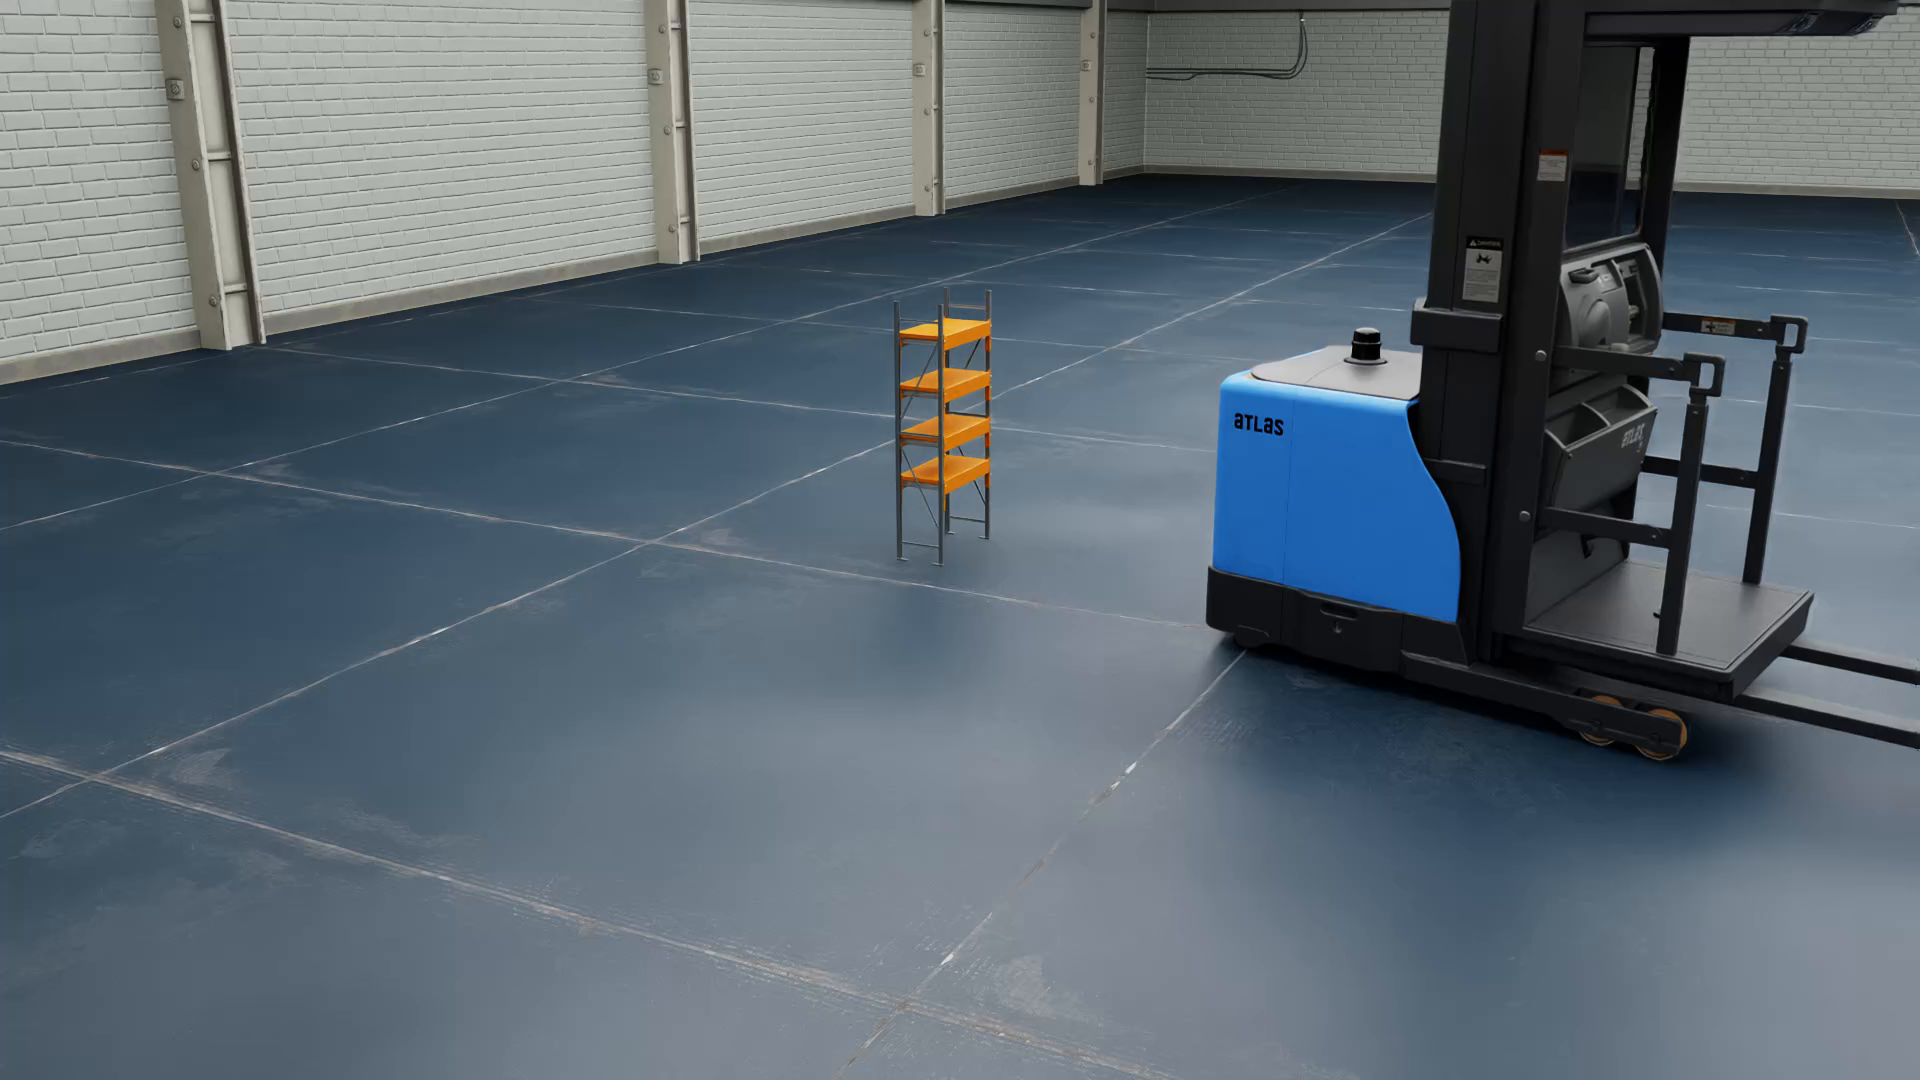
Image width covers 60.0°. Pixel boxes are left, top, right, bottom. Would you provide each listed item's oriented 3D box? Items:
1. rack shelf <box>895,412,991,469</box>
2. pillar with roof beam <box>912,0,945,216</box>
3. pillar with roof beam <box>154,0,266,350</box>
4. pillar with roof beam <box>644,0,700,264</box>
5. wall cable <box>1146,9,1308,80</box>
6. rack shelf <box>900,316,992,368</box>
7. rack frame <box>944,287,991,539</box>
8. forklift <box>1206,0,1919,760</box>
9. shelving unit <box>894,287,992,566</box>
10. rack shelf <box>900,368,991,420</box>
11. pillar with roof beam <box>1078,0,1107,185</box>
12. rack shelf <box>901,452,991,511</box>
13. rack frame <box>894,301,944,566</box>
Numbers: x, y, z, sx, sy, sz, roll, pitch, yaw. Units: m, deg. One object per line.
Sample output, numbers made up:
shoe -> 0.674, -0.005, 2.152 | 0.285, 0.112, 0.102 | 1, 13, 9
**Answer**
rack shelf -> -0.074, -0.469, 7.731 | 0.258, 0.148, 0.480 | 8, 18, 25
pillar with roof beam -> 3.417, -8.378, 20.427 | 9.100, 9.000, 0.400 | 8, 18, 25
pillar with roof beam -> -1.945, -5.322, 10.136 | 9.100, 9.000, 0.400 | 8, 18, 25
pillar with roof beam -> 0.736, -6.850, 15.282 | 9.100, 9.000, 0.400 | 8, 18, 25
wall cable -> 4.746, -9.548, 29.819 | 3.097, 2.526, 0.112 | 8, 18, 25
rack shelf -> -0.074, -0.910, 7.600 | 0.258, 0.148, 0.480 | 8, 18, 25
rack frame -> 0.035, -0.595, 7.921 | 0.240, 1.200, 0.015 | 8, 18, 25
forklift -> 2.442, -0.840, 5.704 | 3.031, 2.935, 1.130 | 13, 21, 38
shelving unit -> -0.074, -0.533, 7.712 | 0.258, 1.200, 0.503 | 8, 18, 25
rack shelf -> -0.074, -0.683, 7.667 | 0.258, 0.148, 0.480 | 8, 18, 25
pillar with roof beam -> 6.098, -9.906, 25.573 | 9.100, 9.000, 0.400 | 8, 18, 25
rack shelf -> -0.074, -0.278, 7.787 | 0.258, 0.148, 0.480 | 8, 18, 25
rack frame -> -0.183, -0.471, 7.502 | 0.240, 1.200, 0.015 | 8, 18, 25
